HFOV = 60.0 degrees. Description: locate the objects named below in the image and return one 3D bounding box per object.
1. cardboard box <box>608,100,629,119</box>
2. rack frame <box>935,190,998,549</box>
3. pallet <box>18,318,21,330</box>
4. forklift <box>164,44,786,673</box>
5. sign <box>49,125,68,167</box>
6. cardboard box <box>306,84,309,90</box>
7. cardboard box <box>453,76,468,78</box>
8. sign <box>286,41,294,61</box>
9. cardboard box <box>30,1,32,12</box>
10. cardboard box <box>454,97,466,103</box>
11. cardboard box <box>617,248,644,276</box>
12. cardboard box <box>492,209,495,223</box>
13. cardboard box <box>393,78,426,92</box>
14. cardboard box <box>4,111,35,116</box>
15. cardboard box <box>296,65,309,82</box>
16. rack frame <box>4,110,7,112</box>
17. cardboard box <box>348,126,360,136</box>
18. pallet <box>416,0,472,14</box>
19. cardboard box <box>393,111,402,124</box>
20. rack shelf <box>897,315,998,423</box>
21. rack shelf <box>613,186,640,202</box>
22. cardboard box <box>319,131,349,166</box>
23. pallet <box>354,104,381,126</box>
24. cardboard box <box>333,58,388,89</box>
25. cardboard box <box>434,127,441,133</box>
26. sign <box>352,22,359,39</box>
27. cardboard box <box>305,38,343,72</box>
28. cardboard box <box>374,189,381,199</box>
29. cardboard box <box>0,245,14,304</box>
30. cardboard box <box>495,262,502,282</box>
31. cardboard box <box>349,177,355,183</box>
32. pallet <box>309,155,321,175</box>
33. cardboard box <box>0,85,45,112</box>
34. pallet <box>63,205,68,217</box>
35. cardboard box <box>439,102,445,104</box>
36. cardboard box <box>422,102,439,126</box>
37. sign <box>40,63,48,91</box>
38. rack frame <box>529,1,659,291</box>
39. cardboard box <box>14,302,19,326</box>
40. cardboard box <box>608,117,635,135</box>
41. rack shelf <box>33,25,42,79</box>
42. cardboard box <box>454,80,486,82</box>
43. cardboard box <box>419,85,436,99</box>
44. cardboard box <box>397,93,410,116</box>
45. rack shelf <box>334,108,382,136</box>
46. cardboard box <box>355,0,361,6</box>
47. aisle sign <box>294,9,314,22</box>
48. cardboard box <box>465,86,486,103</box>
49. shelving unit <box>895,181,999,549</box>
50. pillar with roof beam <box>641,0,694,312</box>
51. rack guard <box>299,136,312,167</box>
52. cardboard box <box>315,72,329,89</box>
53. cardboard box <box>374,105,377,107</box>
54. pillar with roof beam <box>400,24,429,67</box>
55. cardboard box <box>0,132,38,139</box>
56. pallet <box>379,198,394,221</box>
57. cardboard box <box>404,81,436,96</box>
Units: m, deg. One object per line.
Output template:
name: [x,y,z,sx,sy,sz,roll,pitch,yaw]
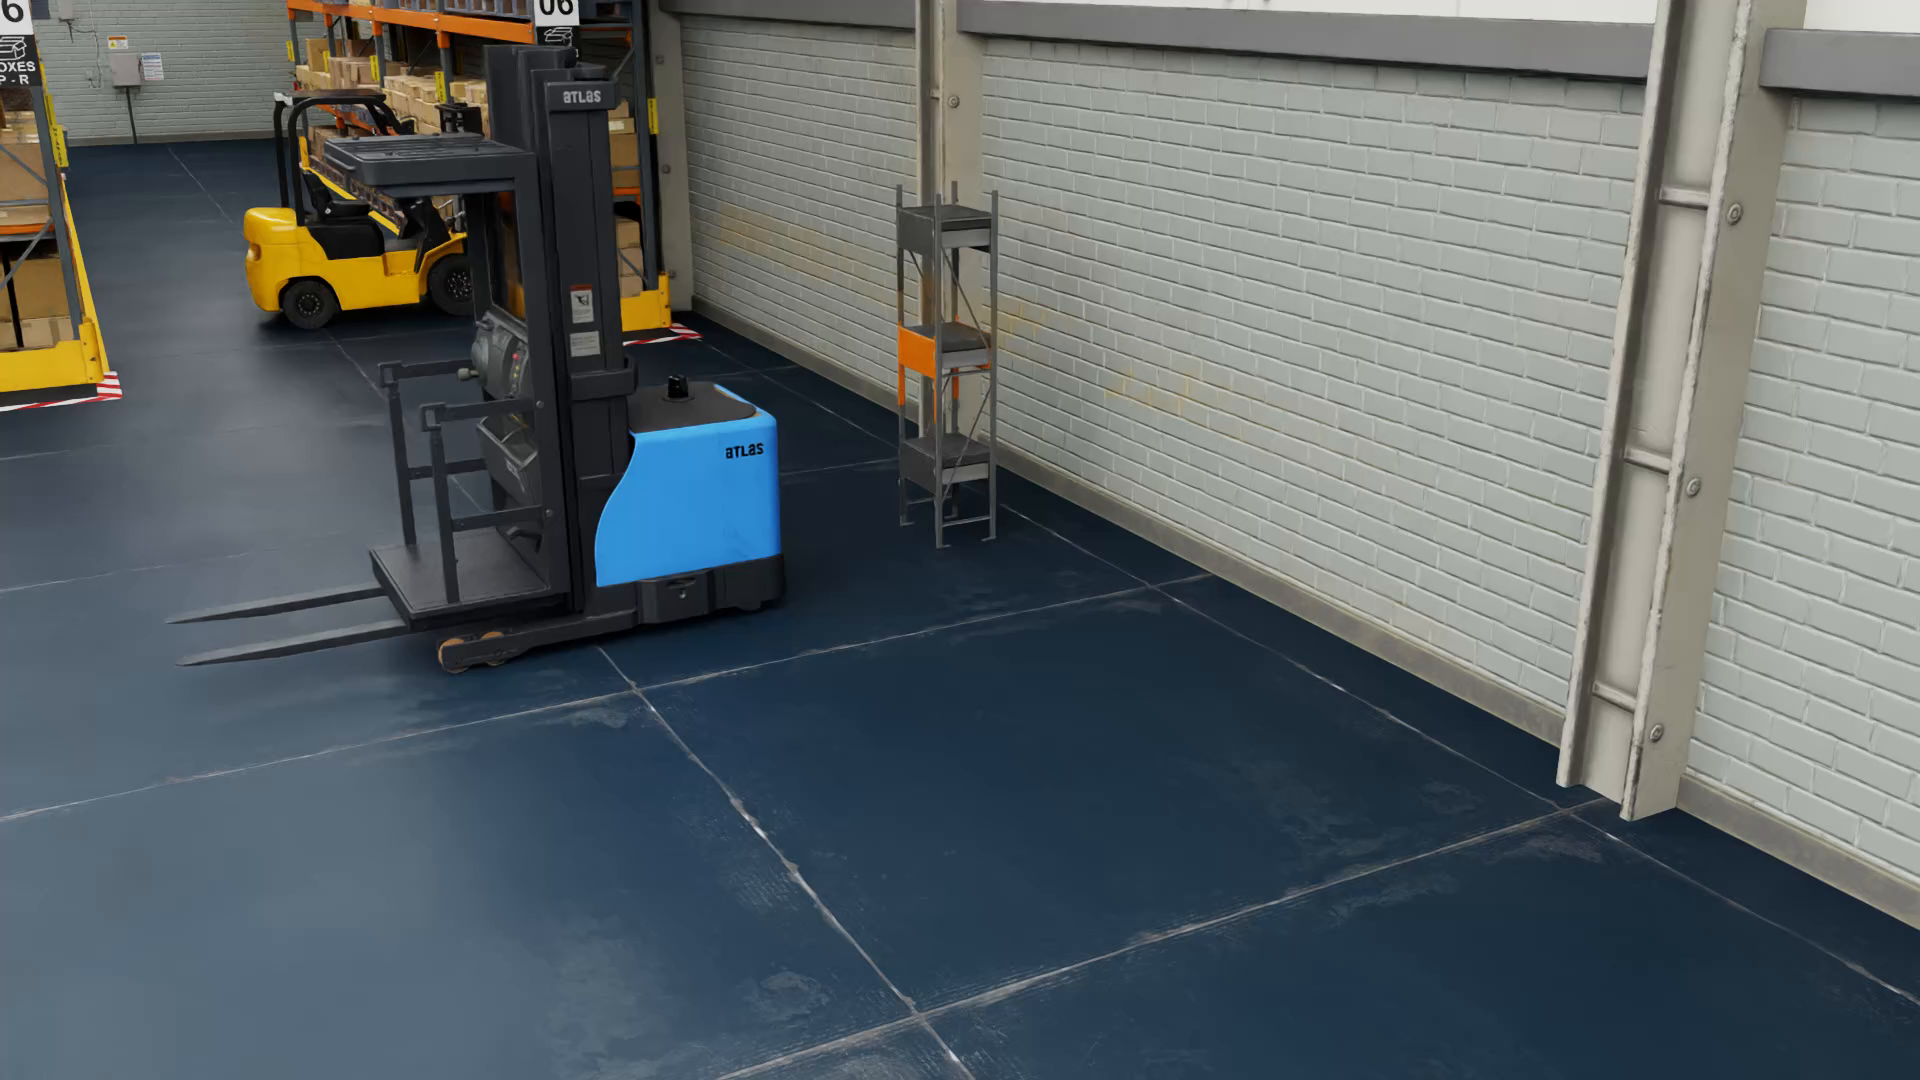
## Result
cardboard box: [-3.355,-4.076,15.742,0.380,0.149,0.250,-10,22,-28]
rack frame: [0.037,-0.970,9.724,0.400,2.100,0.015,-10,21,-27]
pallet: [-8.716,-1.974,15.529,1.003,0.211,1.213,-10,21,-27]
forklift: [-2.491,-0.925,8.318,3.031,2.935,1.130,-10,22,-27]
sign: [-7.273,-3.176,13.408,0.100,0.325,0.005,-10,21,-27]
cardboard box: [-10.905,-7.724,28.301,0.380,0.149,0.250,-9,21,-25]
cardboard box: [-6.558,-5.899,21.480,0.380,0.149,0.250,-10,21,-27]
sign: [-11.459,-8.370,28.463,0.100,0.325,0.005,-10,21,-27]
cardboard box: [-7.985,-4.502,13.754,0.500,0.250,0.500,-10,22,-27]
cardboard box: [-5.363,-4.822,18.359,0.380,0.149,0.250,-10,22,-28]
cardboard box: [-3.424,-2.754,16.320,0.500,0.250,0.500,-10,21,-26]
cardboard box: [-4.607,-3.343,17.260,0.500,0.250,0.500,-10,22,-28]
cardboard box: [-7.018,-5.819,21.249,0.380,0.149,0.250,-9,21,-25]
cardboard box: [-9.220,-3.929,16.311,0.500,0.500,0.500,-11,22,-28]
cardboard box: [-11.003,-7.943,28.325,0.500,0.250,0.500,-10,21,-26]
rack frame: [-9.650,-3.830,16.634,1.000,3.000,0.127,-10,21,-27]
cardboard box: [-9.092,-6.226,25.314,0.380,0.149,0.250,-10,22,-28]
pallet: [-5.713,-6.179,19.135,0.805,0.209,1.217,-11,22,-29]
cardboard box: [-6.952,-5.367,21.318,0.500,0.250,0.500,-10,22,-28]
rack shelf: [-0.079,-1.027,9.931,0.431,0.518,0.480,-10,21,-27]
rack shelf: [-4.333,-3.779,17.286,0.919,0.124,3.809,-10,21,-27]
cardboard box: [-10.240,-6.453,27.422,0.500,0.500,0.500,-10,21,-26]
pallet: [-7.566,-5.842,22.756,1.213,0.211,1.003,-10,21,-27]
cardboard box: [-8.803,-6.821,24.502,0.700,0.500,0.500,-10,21,-26]
cardboard box: [-5.753,-4.634,19.191,0.500,0.250,0.500,-9,21,-25]
sign: [-10.483,-8.822,28.840,0.100,0.325,0.005,-10,21,-27]
cardboard box: [-10.290,-7.867,26.955,0.500,0.500,0.500,-9,21,-25]
cardboard box: [-8.052,-5.149,23.642,0.500,0.500,0.500,-9,21,-24]
cardboard box: [-8.611,-2.274,14.546,0.500,0.500,0.500,-9,21,-25]
cardboard box: [-4.609,-2.872,17.426,0.500,0.250,0.500,-9,21,-25]
cardboard box: [-9.050,-5.740,25.356,0.500,0.500,0.500,-9,21,-24]
pallet: [-10.566,-6.476,28.577,1.003,0.211,1.213,-10,21,-27]
cardboard box: [-9.620,-4.396,17.019,0.500,0.500,0.500,-9,21,-25]
pallet: [-12.432,-4.248,22.120,1.003,0.211,1.213,-10,21,-27]
cardboard box: [-5.779,-5.089,19.134,0.380,0.149,0.250,-10,22,-27]
cardboard box: [-5.992,-5.014,19.526,0.500,0.250,0.500,-11,22,-28]
sign: [-11.076,-5.575,20.037,0.100,0.325,0.005,-10,21,-27]
rack frame: [-3.384,-3.452,15.537,1.000,3.000,0.127,-10,21,-27]
cardboard box: [-8.863,-2.071,15.105,0.500,0.250,0.500,-11,22,-29]
cardboard box: [-3.316,-3.944,15.814,0.380,0.149,0.250,-11,22,-28]
rack shelf: [-8.700,-4.334,14.598,1.077,0.370,4.000,-10,21,-27]
cardboard box: [-6.133,-5.693,20.885,0.380,0.149,0.250,-10,22,-28]
cardboard box: [-6.273,-5.380,19.977,0.380,0.149,0.250,-10,21,-26]
cardboard box: [-6.717,-5.452,20.796,0.500,0.250,0.500,-11,22,-28]
rack shelf: [-8.132,-5.983,23.974,1.077,0.370,4.000,-10,21,-27]
cardboard box: [-7.879,-7.350,22.464,0.500,0.250,0.500,-10,21,-26]
aisle sign: [-11.272,-9.248,28.349,0.394,0.787,0.004,-10,21,-27]
cardboard box: [-5.028,-4.735,17.650,0.380,0.149,0.250,-9,21,-25]
shelving unit: [-0.079,-1.040,9.927,0.431,2.100,0.503,-10,21,-27]
pillar with roof beam: [-6.710,-5.961,13.610,9.100,9.000,0.400,-10,21,-27]
rack guard: [-10.945,-6.842,29.192,1.175,0.500,0.348,-10,21,-27]
cardboard box: [-10.015,-7.362,26.641,0.500,0.250,0.500,-10,21,-27]
cardboard box: [-7.832,-5.958,22.539,0.380,0.149,0.250,-10,21,-26]
pillar with roof beam: [-12.408,-9.406,23.593,9.100,9.000,0.400,-10,21,-27]
cardboard box: [-7.980,-3.197,14.189,0.500,0.500,0.500,-9,21,-25]
pallet: [-7.504,-4.651,23.285,1.003,0.211,1.213,-10,21,-27]
cardboard box: [-6.668,-5.597,20.604,0.380,0.149,0.250,-9,21,-26]
